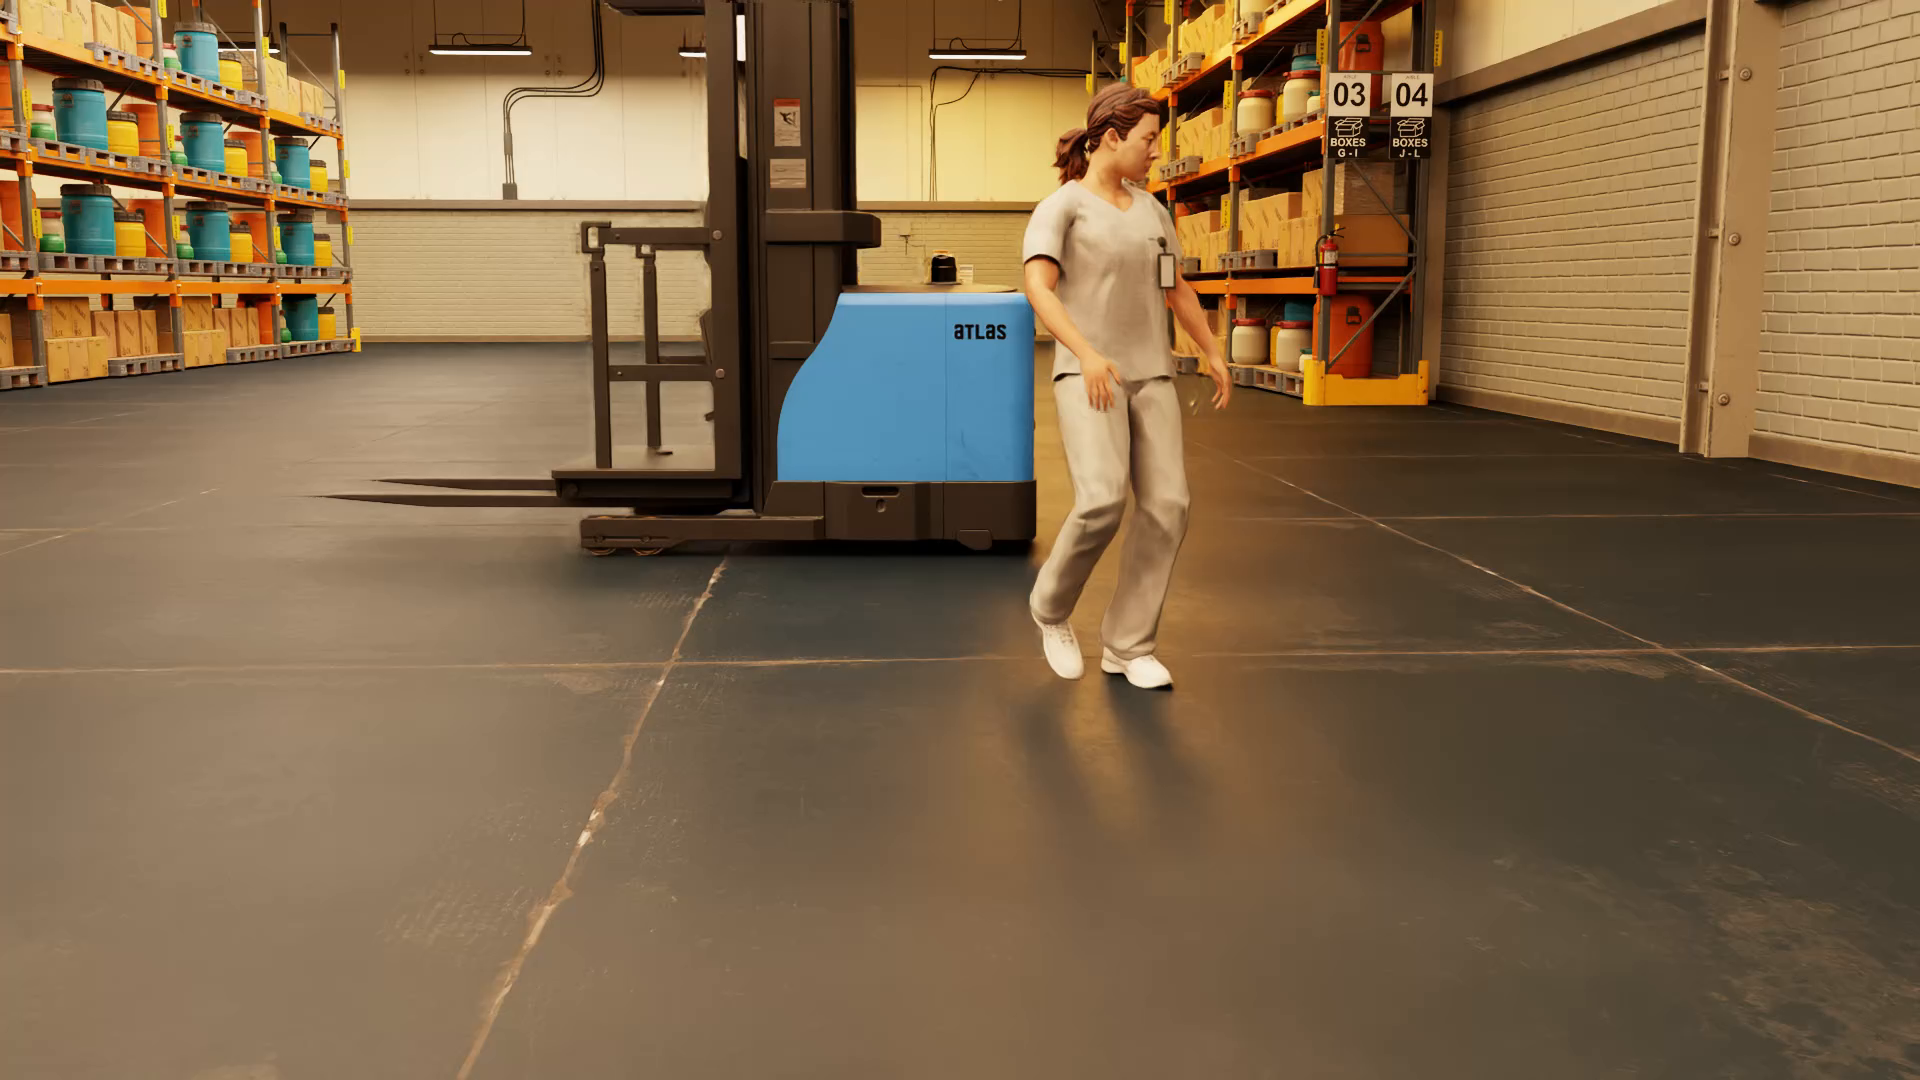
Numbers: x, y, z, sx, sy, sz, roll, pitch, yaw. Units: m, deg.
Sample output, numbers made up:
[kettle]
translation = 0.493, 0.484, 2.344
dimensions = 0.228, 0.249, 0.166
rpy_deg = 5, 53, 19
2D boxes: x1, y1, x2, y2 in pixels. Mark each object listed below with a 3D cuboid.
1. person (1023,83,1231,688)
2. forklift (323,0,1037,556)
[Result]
[person]
translation = 0.483, -0.427, 4.615
dimensions = 0.667, 1.644, 0.462
rpy_deg = -4, 9, -24
[forklift]
translation = -1.186, -1.460, 7.165
dimensions = 3.031, 2.935, 1.130
rpy_deg = 0, 8, 2
